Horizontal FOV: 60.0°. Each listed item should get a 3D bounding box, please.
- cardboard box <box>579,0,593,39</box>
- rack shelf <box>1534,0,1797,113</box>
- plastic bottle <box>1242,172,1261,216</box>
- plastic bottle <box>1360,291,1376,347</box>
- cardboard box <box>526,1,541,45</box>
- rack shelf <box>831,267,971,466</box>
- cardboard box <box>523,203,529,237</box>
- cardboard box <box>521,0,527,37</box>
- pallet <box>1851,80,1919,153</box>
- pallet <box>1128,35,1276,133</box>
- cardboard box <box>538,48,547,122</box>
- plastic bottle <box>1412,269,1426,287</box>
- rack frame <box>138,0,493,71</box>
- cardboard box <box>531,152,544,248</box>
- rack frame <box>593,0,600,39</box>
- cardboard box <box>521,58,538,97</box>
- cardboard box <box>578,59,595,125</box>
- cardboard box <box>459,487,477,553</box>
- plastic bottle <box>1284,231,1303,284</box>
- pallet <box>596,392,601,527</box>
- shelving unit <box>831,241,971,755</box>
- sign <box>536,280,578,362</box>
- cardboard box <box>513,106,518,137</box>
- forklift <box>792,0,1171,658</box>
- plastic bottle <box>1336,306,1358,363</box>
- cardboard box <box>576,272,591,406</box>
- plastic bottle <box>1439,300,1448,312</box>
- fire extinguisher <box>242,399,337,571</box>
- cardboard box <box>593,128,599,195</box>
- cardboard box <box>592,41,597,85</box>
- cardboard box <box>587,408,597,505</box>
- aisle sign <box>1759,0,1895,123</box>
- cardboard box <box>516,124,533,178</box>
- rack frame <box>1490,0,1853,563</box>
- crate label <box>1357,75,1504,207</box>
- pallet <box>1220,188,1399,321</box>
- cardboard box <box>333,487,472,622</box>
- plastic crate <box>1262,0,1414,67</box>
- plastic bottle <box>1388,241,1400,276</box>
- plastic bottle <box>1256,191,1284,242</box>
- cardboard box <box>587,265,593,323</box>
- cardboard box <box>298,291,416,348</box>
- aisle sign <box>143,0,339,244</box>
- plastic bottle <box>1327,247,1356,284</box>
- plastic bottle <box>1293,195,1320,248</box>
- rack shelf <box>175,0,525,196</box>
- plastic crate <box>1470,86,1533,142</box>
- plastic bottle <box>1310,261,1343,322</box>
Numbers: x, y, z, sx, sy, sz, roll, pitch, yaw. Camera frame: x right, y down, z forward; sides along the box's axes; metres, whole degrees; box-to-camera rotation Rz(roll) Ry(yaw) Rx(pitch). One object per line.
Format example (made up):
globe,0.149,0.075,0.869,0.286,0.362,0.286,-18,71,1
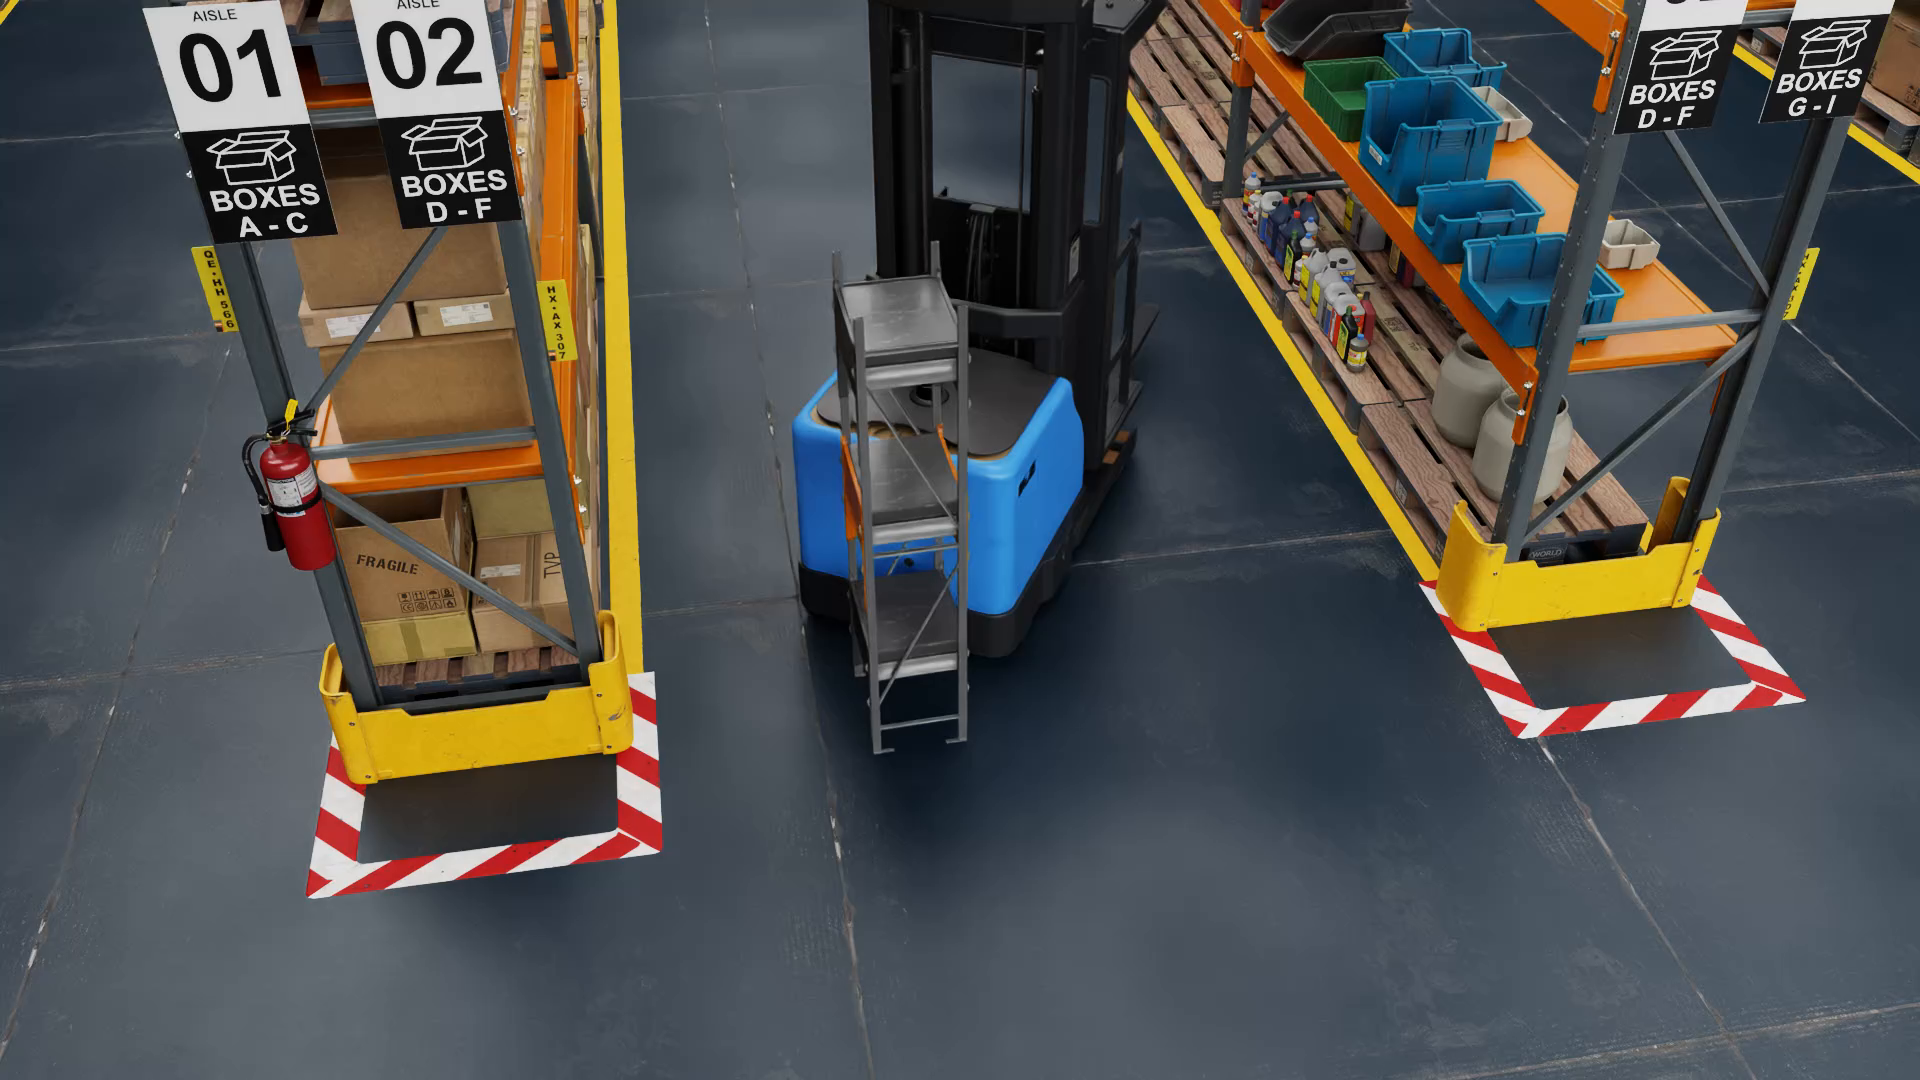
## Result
cardboard box,-2.956,-3.883,12.144,0.500,0.311,0.500,-7,38,-9
rack shelf,2.541,-2.991,7.696,1.077,0.370,4.000,-6,38,-8
plastic bottle,1.815,-2.155,10.345,0.097,0.271,0.097,0,38,0
plastic bottle,2.226,-1.213,9.122,0.061,0.283,0.133,-6,38,-8
cardboard box,-2.339,-2.615,8.461,0.380,0.149,0.250,-7,38,-9
rack shelf,-0.221,-0.644,6.148,0.431,0.518,0.480,-8,38,-10
cardboard box,-1.934,-1.218,6.662,0.380,0.149,0.250,-6,38,-8
cardboard box,-2.513,-2.748,8.103,0.700,0.500,0.500,-6,38,-8
pallet,6.929,-3.200,12.097,1.003,0.211,1.213,-6,38,-8
pallet,1.797,-3.406,12.362,1.003,0.211,1.213,-6,38,-8
cardboard box,-2.603,-2.540,8.893,0.700,0.500,0.500,-7,38,-9
plastic bottle,2.702,-1.629,9.664,0.152,0.276,0.135,-6,38,-7
rack frame,-1.986,-2.721,4.318,1.000,3.000,0.127,-6,38,-8
cardboard box,-2.329,-1.610,7.696,0.700,0.500,0.500,-5,38,-7
rack frame,-3.388,-5.184,12.378,1.000,3.000,0.127,-6,38,-8
cardboard box,-2.207,-2.156,7.869,0.380,0.149,0.250,-5,38,-7
cardboard box,-2.689,-2.961,10.959,0.500,0.311,0.500,-7,38,-9
cardboard box,-2.470,-0.025,7.636,0.500,0.250,0.500,-6,38,-8
plastic bottle,1.944,-1.649,9.683,0.061,0.283,0.133,-5,38,-6
pallet,-2.372,-0.444,8.549,1.003,0.211,1.213,-6,38,-8
shelving unit,-0.221,-0.102,6.569,0.431,2.100,0.503,-8,38,-10
sign,-1.438,-0.781,5.941,0.100,0.325,0.005,-6,38,-8
cardboard box,-2.251,-1.841,6.935,0.700,0.500,0.500,-6,38,-8
forklift,0.277,-1.540,7.744,1.130,2.935,3.031,14,40,17
plastic bottle,2.100,-1.114,8.995,0.061,0.283,0.133,-5,38,-7
cardboard box,-2.121,-0.982,8.257,0.500,0.500,0.500,-6,38,-8
plastic bottle,2.786,-1.407,9.439,0.097,0.201,0.097,0,38,0
fire extinguisher,-2.422,-0.200,6.026,0.296,0.674,0.183,-6,38,-8
cardboard box,-2.602,-2.427,10.728,0.500,0.250,0.500,-5,38,-7
cardboard box,-2.877,-3.358,11.926,0.500,0.250,0.500,-5,38,-7
cardboard box,-2.039,-0.384,8.098,0.500,0.250,0.500,-6,38,-8
aisle sign,3.193,-1.897,6.028,0.394,0.787,0.004,-6,38,-8
cardboard box,-2.070,-1.686,7.264,0.380,0.149,0.250,-7,38,-9
rack frame,2.892,-0.883,6.841,1.000,3.000,0.127,-6,38,-8
crate label,2.303,-1.979,8.224,0.502,0.435,0.616,-6,38,-8
pallet,2.267,-1.787,10.279,1.003,0.211,1.213,-6,38,-8
cardboard box,-2.373,-0.020,7.019,0.500,0.500,0.500,-6,38,-8
plastic crate,2.157,-2.944,9.545,0.767,0.338,0.504,-6,38,-8
plastic bottle,2.581,-1.704,9.754,0.061,0.283,0.133,-6,38,-8
plastic bottle,1.898,-1.965,10.096,0.152,0.276,0.135,-5,38,-6
cardboard box,-2.313,-1.289,9.262,0.500,0.250,0.500,-6,38,-8
cardboard box,-2.240,-0.858,6.199,0.380,0.149,0.250,-7,38,-9
aisle sign,-2.263,-1.307,5.269,0.394,0.787,0.004,-6,38,-8
plastic bottle,2.172,-1.525,9.529,0.152,0.276,0.135,-6,38,-8
plastic bottle,2.065,-1.910,9.964,0.144,0.351,0.185,-6,38,-8
rack shelf,-2.336,-2.461,7.014,1.077,0.370,4.000,-6,38,-8
plastic crate,2.724,-2.241,8.805,0.530,0.136,0.437,-6,38,-8
plastic bottle,2.064,-1.411,9.322,0.144,0.351,0.185,-5,38,-6
